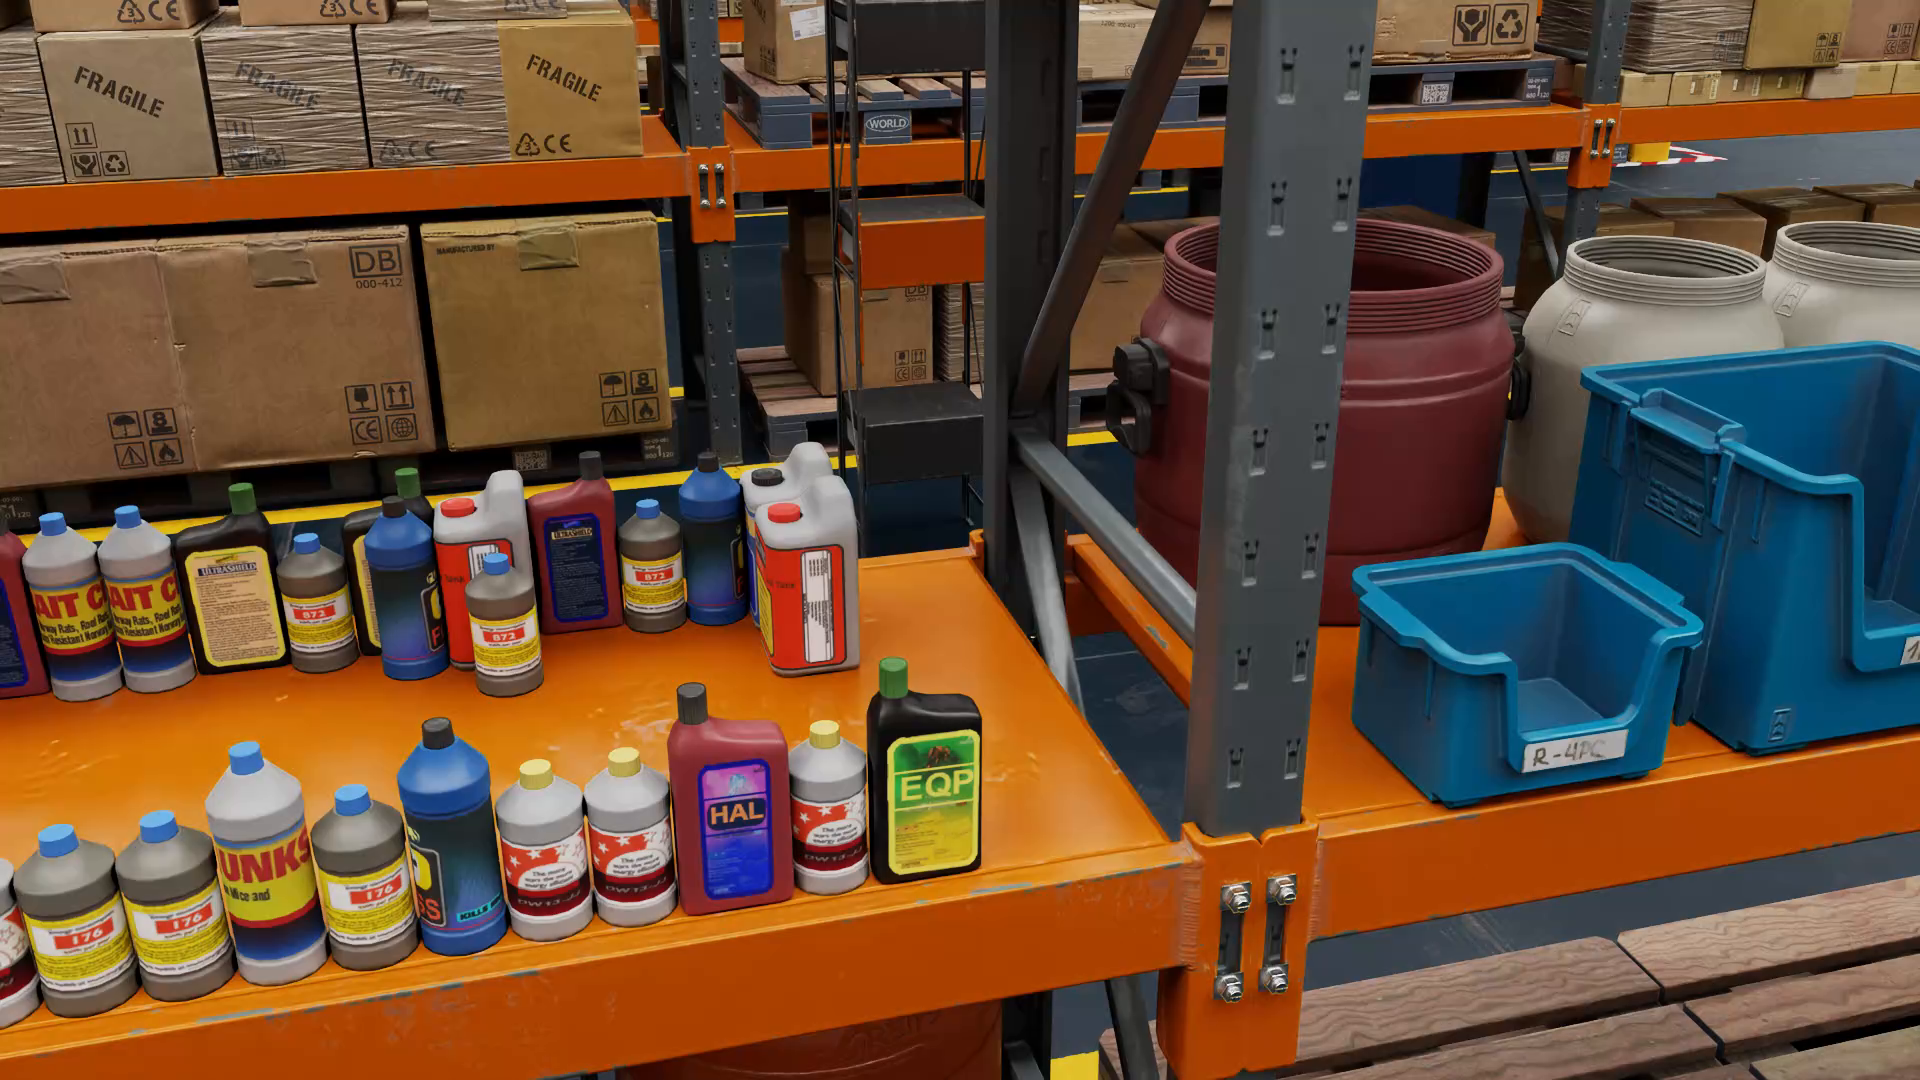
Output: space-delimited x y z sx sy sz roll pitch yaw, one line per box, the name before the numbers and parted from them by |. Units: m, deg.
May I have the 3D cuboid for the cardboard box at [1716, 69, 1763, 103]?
cardboard box | 3.512 -2.150 7.775 0.250 0.149 0.380 -6 24 -14

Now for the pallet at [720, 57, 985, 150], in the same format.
pallet | -0.448 -1.900 7.117 1.003 0.211 1.213 -6 24 -14

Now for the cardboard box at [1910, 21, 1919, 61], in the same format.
cardboard box | 4.634 -2.674 8.173 0.500 0.500 0.875 -6 24 -14

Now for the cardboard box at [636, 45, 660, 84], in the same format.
cardboard box | -3.236 -4.676 16.143 0.625 0.372 0.950 -8 24 -18

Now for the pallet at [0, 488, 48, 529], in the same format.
pallet | -4.234 -0.275 6.623 1.213 0.211 1.003 -6 24 -14

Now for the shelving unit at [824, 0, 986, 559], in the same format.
shelving unit | -0.159 -0.947 5.795 0.503 2.100 0.431 -6 24 -14

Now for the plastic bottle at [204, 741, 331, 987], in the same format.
plastic bottle | -0.755 0.344 1.807 0.097 0.271 0.097 0 23 0

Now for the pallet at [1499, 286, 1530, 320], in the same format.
pallet | 3.383 -1.101 8.549 1.213 0.211 1.003 -6 24 -14

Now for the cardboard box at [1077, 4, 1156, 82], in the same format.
cardboard box | 0.570 -2.087 6.967 0.500 0.250 0.500 -7 24 -16

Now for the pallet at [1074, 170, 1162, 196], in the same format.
pallet | 0.781 -2.799 12.506 1.213 0.211 1.003 -6 24 -14

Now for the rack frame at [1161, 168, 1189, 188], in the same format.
rack frame | 1.503 -4.192 12.215 0.127 3.000 1.000 -6 24 -14

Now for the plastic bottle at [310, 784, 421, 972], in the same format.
plastic bottle | -0.661 0.366 1.845 0.097 0.201 0.097 0 23 0

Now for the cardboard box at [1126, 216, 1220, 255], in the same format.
cardboard box | 1.146 -1.191 7.833 0.500 0.500 0.700 -8 25 -19

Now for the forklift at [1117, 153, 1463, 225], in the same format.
forklift | 1.326 -2.731 8.898 3.031 2.935 1.130 -7 24 -16

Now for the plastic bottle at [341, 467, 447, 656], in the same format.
plastic bottle | -0.858 0.032 2.519 0.133 0.283 0.061 -6 24 -14

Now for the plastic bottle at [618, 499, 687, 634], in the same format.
plastic bottle | -0.484 0.036 2.615 0.097 0.201 0.097 0 23 0

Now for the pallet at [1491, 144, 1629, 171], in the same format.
pallet | 4.606 -3.221 13.490 1.213 0.211 1.003 -6 24 -14

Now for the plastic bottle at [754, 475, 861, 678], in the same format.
plastic bottle | -0.230 0.047 2.494 0.135 0.276 0.152 -6 24 -14

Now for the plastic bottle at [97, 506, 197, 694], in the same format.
plastic bottle | -1.187 0.081 2.420 0.097 0.271 0.097 0 23 0

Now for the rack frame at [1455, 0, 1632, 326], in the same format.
rack frame | 2.746 -2.298 7.801 0.127 3.000 1.000 -6 24 -14

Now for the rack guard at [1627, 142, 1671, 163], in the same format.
rack guard | 5.378 -3.471 13.707 0.348 0.500 1.175 -6 24 -14

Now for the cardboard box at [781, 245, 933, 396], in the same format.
cardboard box | -0.466 -1.004 7.398 0.500 0.500 0.700 -8 24 -17

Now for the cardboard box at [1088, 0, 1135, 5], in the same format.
cardboard box | 1.073 -4.080 11.829 0.500 0.500 0.500 -6 24 -15

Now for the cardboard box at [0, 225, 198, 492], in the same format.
cardboard box | -3.486 -0.833 6.550 0.875 0.875 1.225 -7 24 -16

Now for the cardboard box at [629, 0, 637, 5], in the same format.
cardboard box | -3.895 -6.754 20.665 0.625 0.625 0.875 -6 24 -13

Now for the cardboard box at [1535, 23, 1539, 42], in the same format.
cardboard box | 3.873 -3.642 13.097 0.875 0.875 0.875 -7 24 -15

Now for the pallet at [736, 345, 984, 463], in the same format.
pallet | -0.353 -0.673 7.551 1.213 0.211 1.003 -6 24 -14

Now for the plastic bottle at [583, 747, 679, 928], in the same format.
plastic bottle | -0.380 0.335 1.917 0.097 0.201 0.097 0 23 0

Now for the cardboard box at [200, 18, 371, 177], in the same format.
cardboard box | -2.494 -1.664 6.196 0.500 0.500 0.500 -7 24 -16

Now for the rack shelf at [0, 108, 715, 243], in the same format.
rack shelf | -3.031 -1.328 6.453 4.000 0.370 1.077 -6 24 -14

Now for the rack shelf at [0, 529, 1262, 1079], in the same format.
rack shelf | -1.693 0.552 2.071 4.000 0.370 1.077 -6 24 -14

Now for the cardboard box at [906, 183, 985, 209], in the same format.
cardboard box | 0.040 -1.413 7.400 0.500 0.250 0.500 -4 23 -8

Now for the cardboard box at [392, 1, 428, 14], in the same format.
cardboard box | -2.143 -1.913 6.778 0.500 0.500 0.500 -7 24 -16

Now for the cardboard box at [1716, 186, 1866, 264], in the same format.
cardboard box | 4.268 -1.529 8.647 0.500 0.500 0.500 -9 25 -19

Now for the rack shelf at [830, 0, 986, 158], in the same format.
rack shelf | -0.159 -1.578 5.524 0.480 0.518 0.431 -6 24 -14

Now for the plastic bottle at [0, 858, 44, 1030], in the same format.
plastic bottle | -1.036 0.408 1.748 0.097 0.201 0.097 0 23 0

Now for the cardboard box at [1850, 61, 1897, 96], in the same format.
cardboard box | 4.231 -2.233 7.970 0.250 0.149 0.380 -6 24 -14

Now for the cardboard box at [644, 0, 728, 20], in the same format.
cardboard box | -1.843 -3.757 11.075 0.500 0.500 0.500 -6 24 -14

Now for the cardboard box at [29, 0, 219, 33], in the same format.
cardboard box | -3.086 -2.165 6.092 0.637 0.503 0.797 -6 24 -13

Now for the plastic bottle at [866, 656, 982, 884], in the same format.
plastic bottle | -0.042 0.267 1.971 0.133 0.283 0.061 -6 24 -14

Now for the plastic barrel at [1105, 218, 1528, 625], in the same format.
plastic barrel | 0.598 -0.218 2.782 0.708 0.536 0.600 -6 24 -14

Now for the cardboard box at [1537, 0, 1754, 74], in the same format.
cardboard box | 3.196 -2.505 7.780 0.500 0.500 0.875 -6 24 -14

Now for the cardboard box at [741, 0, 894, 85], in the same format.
cardboard box | -0.596 -2.183 6.875 0.500 0.500 0.500 -9 25 -21

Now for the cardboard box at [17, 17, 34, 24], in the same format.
cardboard box | -3.601 -1.753 6.406 0.500 0.500 0.500 -7 24 -15
